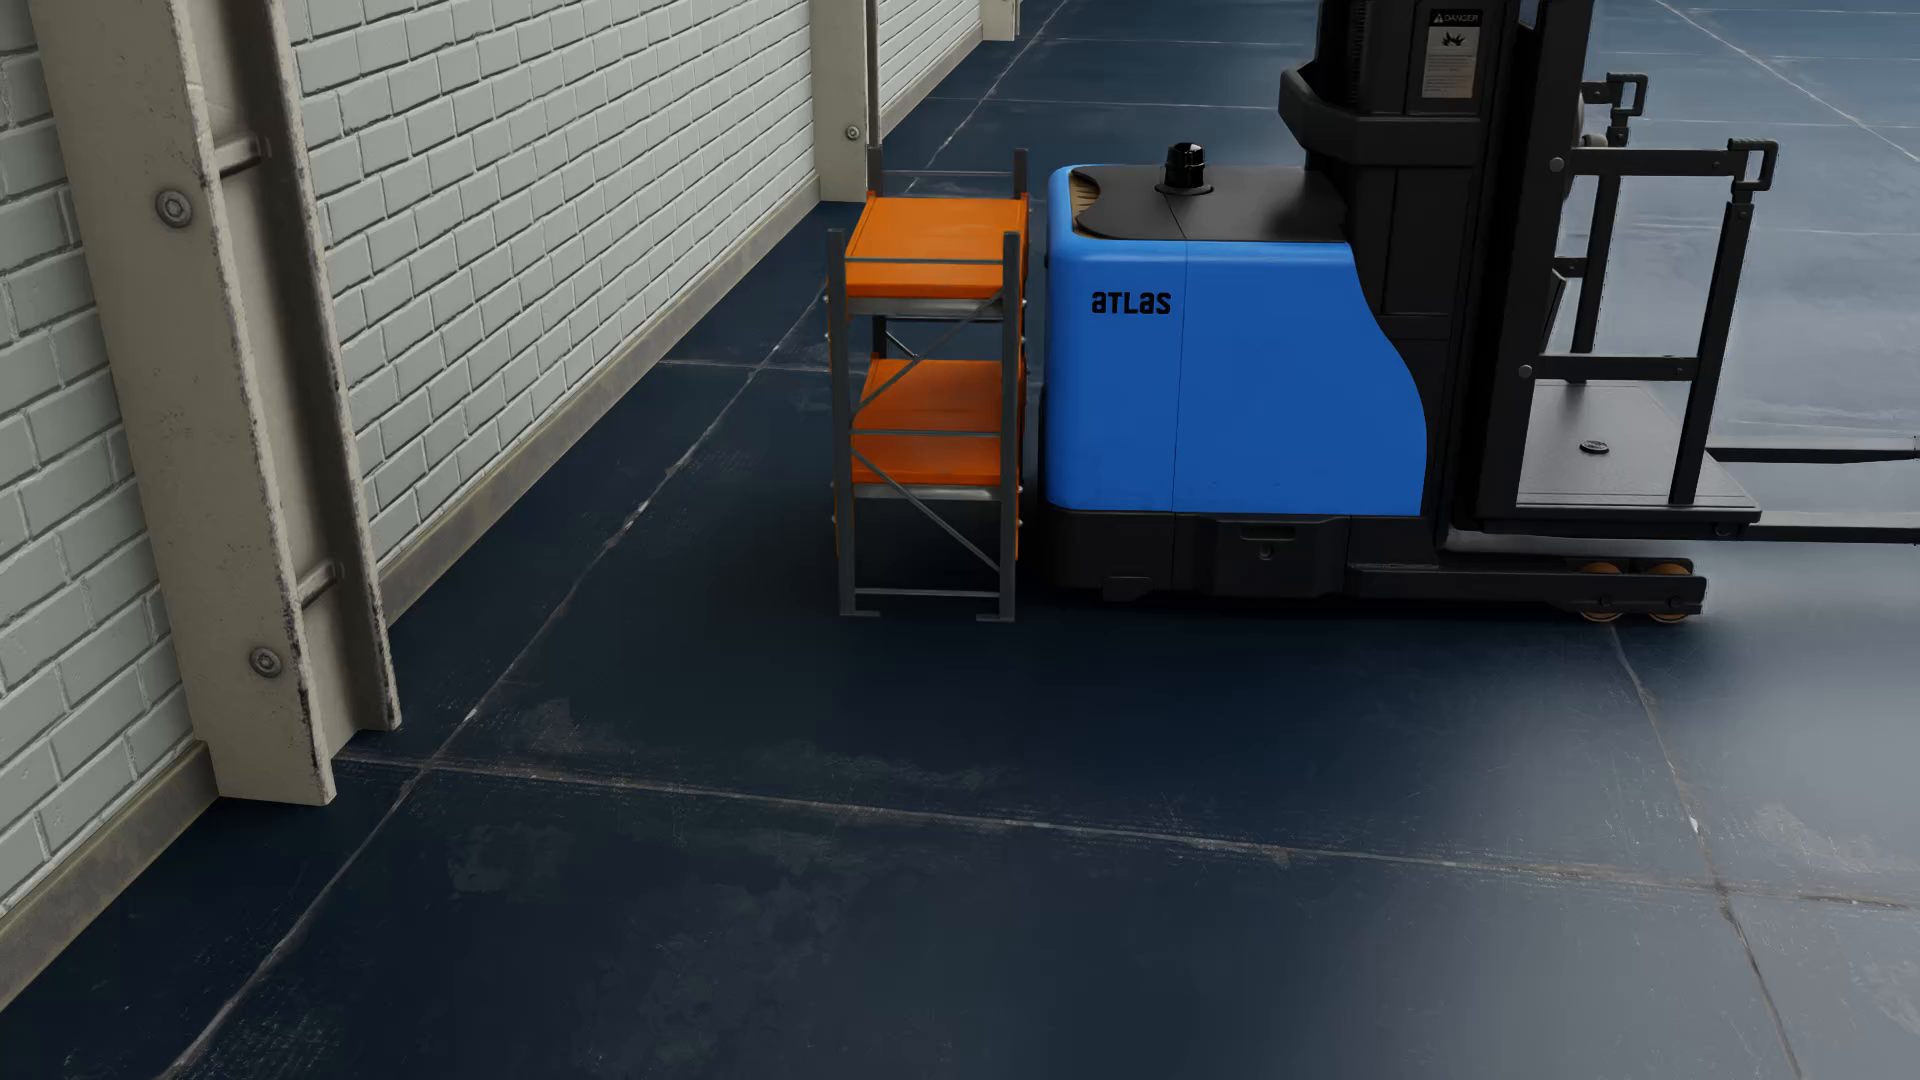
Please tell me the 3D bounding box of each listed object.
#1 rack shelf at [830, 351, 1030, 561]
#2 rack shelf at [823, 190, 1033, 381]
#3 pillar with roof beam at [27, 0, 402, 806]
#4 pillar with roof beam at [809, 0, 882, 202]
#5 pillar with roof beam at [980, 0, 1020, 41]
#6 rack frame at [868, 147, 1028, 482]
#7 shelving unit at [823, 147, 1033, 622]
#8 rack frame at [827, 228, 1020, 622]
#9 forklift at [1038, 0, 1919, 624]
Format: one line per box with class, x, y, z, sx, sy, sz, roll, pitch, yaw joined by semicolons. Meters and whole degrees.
rack shelf;-0.066;-0.283;5.104;0.538;0.278;1.000;1;25;3
rack shelf;-0.066;-0.769;4.876;0.538;0.278;1.000;1;25;3
pillar with roof beam;2.635;-3.245;1.567;9.100;9.000;0.400;4;25;9
pillar with roof beam;3.616;-5.754;6.928;9.100;9.000;0.400;4;25;9
pillar with roof beam;4.596;-8.264;12.289;9.100;9.000;0.400;4;25;9
rack frame;-0.037;-0.719;5.460;0.500;1.125;0.032;1;25;3
shelving unit;-0.066;-0.504;5.000;0.538;1.125;1.048;1;25;3
rack frame;-0.094;-0.289;4.541;0.500;1.125;0.032;1;25;3
forklift;1.762;-1.321;4.615;3.031;2.935;1.130;1;25;2
